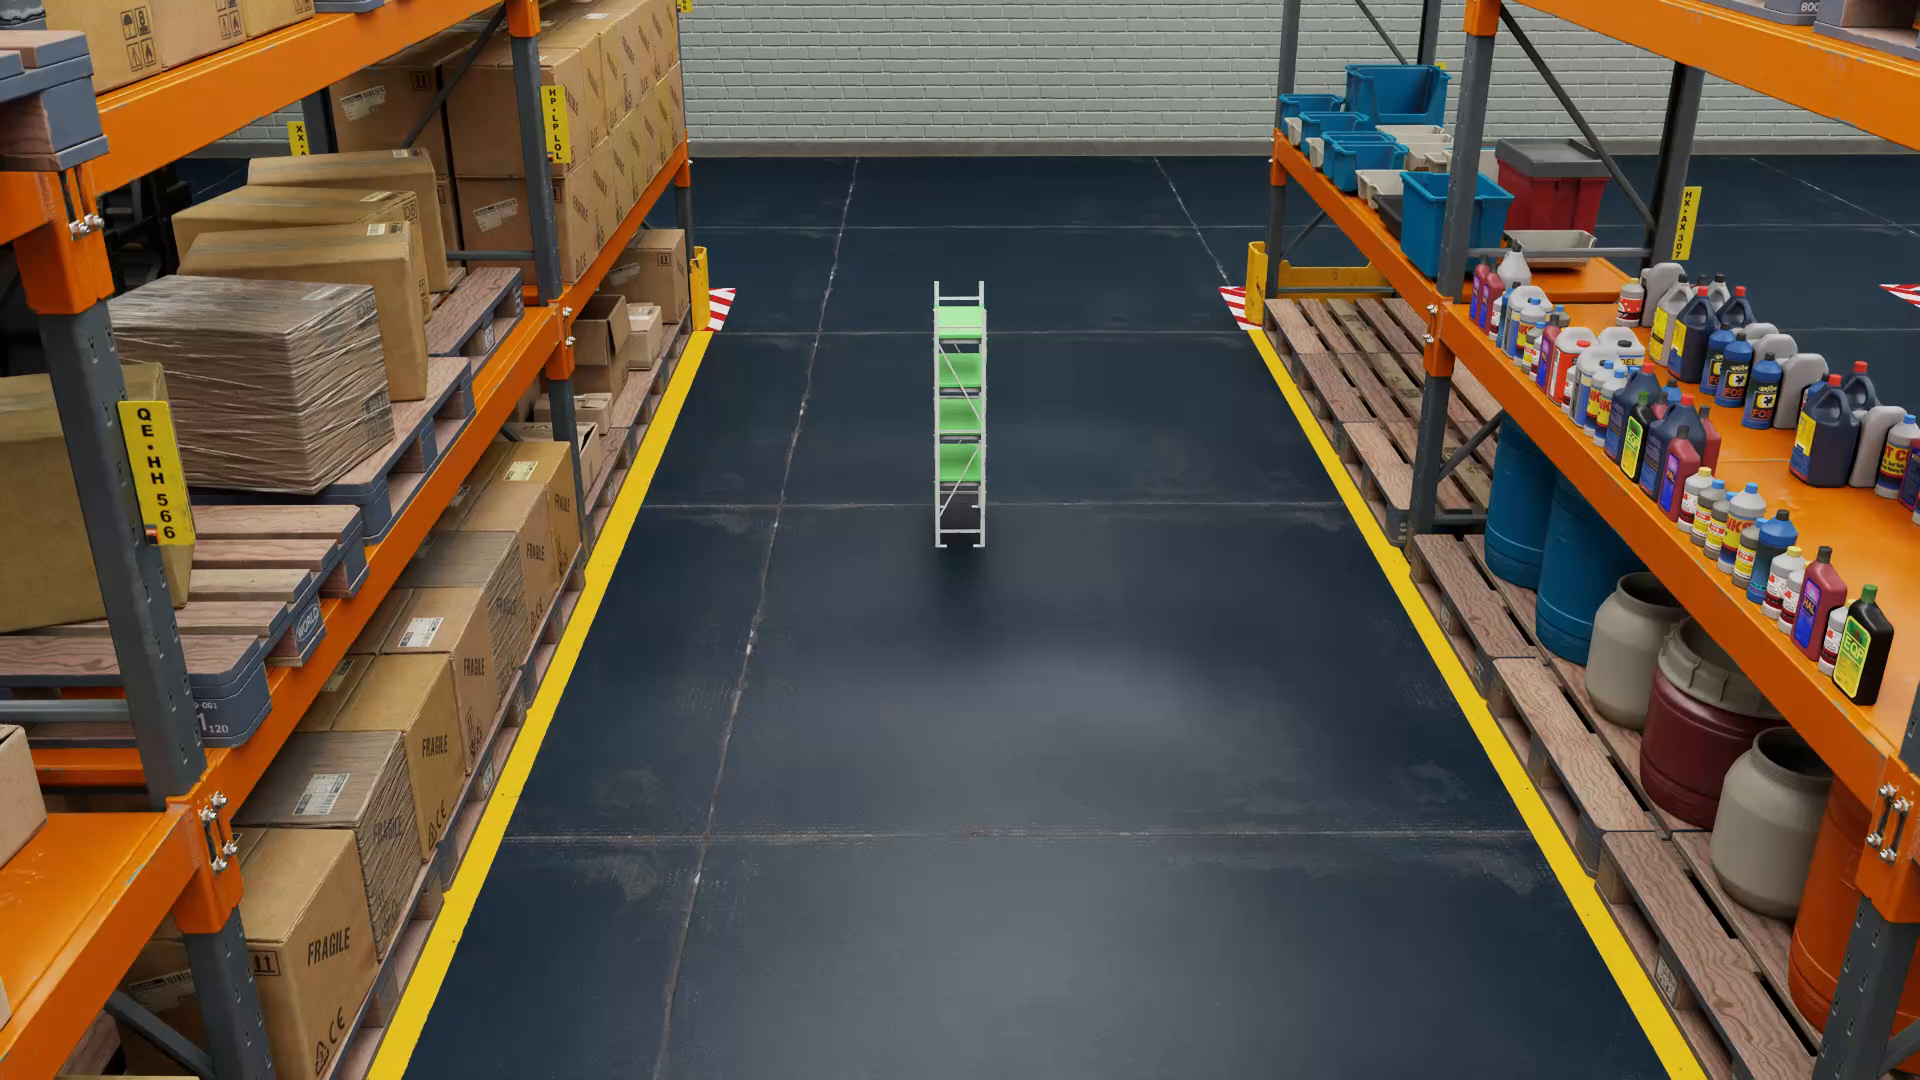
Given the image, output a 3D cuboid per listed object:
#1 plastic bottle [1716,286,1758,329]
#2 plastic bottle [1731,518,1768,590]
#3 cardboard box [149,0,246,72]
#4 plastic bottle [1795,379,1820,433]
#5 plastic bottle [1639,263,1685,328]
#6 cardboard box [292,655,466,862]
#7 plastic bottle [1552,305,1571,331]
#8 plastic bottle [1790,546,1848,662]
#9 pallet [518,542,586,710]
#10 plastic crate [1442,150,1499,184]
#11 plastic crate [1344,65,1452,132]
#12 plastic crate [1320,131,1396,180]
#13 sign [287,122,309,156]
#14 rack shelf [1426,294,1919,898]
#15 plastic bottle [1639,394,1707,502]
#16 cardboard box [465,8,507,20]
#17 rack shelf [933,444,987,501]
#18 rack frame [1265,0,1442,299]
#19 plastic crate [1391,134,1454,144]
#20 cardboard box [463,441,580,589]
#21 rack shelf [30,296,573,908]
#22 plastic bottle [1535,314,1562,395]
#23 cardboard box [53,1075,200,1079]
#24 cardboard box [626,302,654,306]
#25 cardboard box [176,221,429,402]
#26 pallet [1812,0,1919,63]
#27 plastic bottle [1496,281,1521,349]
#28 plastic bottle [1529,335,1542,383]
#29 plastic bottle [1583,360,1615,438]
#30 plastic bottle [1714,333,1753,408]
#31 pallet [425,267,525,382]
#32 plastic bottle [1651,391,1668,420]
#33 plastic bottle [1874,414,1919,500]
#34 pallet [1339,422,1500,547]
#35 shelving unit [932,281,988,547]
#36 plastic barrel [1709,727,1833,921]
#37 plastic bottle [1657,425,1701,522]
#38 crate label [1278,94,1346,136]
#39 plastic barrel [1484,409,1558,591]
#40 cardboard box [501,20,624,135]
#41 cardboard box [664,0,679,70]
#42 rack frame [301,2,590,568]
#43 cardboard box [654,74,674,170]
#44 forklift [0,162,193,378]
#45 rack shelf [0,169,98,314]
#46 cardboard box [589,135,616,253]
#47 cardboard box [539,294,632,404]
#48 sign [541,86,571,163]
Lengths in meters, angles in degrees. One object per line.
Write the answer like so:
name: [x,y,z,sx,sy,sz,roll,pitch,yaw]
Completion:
plastic bottle: [3.000,-0.800,6.438,0.144,0.351,0.185,0,24,-1]
plastic bottle: [2.284,0.035,4.773,0.097,0.201,0.097,0,24,0]
cardboard box: [-2.293,-1.409,3.964,0.910,0.500,0.500,0,24,-1]
plastic bottle: [3.030,-0.467,5.884,0.097,0.201,0.097,0,24,0]
plastic bottle: [2.988,-1.058,7.101,0.152,0.276,0.135,0,24,-1]
cardboard box: [-1.980,0.720,5.517,0.500,0.500,0.500,-1,24,-1]
plastic bottle: [2.413,-0.850,6.731,0.097,0.201,0.097,0,24,0]
plastic bottle: [2.271,0.166,4.385,0.061,0.283,0.133,0,24,-1]
pallet: [-2.246,0.351,7.219,1.003,0.211,1.213,0,24,-1]
plastic crate: [2.828,-1.879,8.836,0.437,0.282,0.530,0,24,-1]
plastic crate: [2.807,-2.830,10.752,0.616,0.435,0.499,0,24,-1]
plastic crate: [2.305,-2.229,9.669,0.416,0.233,0.300,0,24,-1]
sign: [-2.835,-1.644,7.194,0.100,0.325,0.005,0,24,-1]
rack shelf: [2.682,-0.124,5.757,1.077,0.370,4.000,0,24,-1]
plastic bottle: [2.301,-0.307,5.348,0.144,0.351,0.185,0,24,-1]
cardboard box: [-2.575,-2.590,9.001,0.500,0.500,0.500,0,24,-1]
rack shelf: [-0.002,-0.338,8.279,0.258,0.148,0.480,0,24,-1]
rack frame: [2.617,-2.924,11.075,1.000,3.000,0.127,0,24,-1]
plastic crate: [2.795,-2.377,10.112,0.396,0.136,0.243,0,24,-1]
cardboard box: [-2.001,-0.115,7.363,0.500,0.500,0.500,0,24,-1]
rack shelf: [-2.271,-0.103,5.711,1.077,0.370,4.000,0,24,-1]
plastic bottle: [2.248,-0.704,6.307,0.061,0.283,0.133,0,24,-1]
cardboard box: [-1.997,1.414,3.630,0.500,0.311,0.500,0,24,1]
cardboard box: [-2.170,-1.423,10.660,0.380,0.166,0.250,0,24,-1]
cardboard box: [-2.212,-0.764,5.669,0.700,0.500,0.500,-6,25,-14]
pallet: [2.794,-1.224,3.905,1.003,0.211,1.213,0,24,-1]
plastic bottle: [2.260,-0.922,6.804,0.097,0.271,0.097,0,24,0]
plastic bottle: [2.265,-0.714,6.430,0.097,0.201,0.097,0,24,0]
plastic bottle: [2.271,-0.500,5.871,0.097,0.271,0.097,0,24,0]
plastic bottle: [2.874,-0.634,6.168,0.097,0.271,0.097,0,24,0]
pallet: [-2.393,-0.838,6.695,1.003,0.211,1.213,0,24,-1]
plastic bottle: [2.318,-0.342,5.507,0.061,0.283,0.133,0,24,-1]
plastic bottle: [3.036,-0.272,5.369,0.097,0.271,0.097,0,24,0]
pallet: [2.614,-0.308,8.675,1.003,0.211,1.213,0,24,-1]
shelving unit: [-0.002,-0.615,8.154,0.258,1.200,0.503,0,24,-1]
plastic barrel: [2.586,0.881,5.172,0.421,0.512,0.421,0,24,0]
plastic bottle: [2.261,-0.210,5.216,0.061,0.283,0.133,0,24,-1]
crate label: [2.290,-2.772,10.869,0.416,0.233,0.303,0,24,-1]
plastic barrel: [2.649,-0.287,7.281,0.600,0.901,0.708,0,24,-1]
cardboard box: [-2.028,-2.376,8.529,0.500,0.500,0.500,-1,24,-2]
cardboard box: [-2.057,-3.222,10.400,0.500,0.500,0.500,0,24,-1]
rack frame: [-2.293,-1.255,7.385,1.000,3.000,0.127,0,24,-1]
cardboard box: [-2.050,-2.552,10.131,0.500,0.500,0.500,0,24,0]
forklift: [-4.778,-1.760,8.585,1.130,2.935,3.031,1,24,2]
rack shelf: [-2.227,0.178,1.449,1.077,0.370,4.000,0,24,-1]
cardboard box: [-2.035,-1.723,8.298,0.500,0.500,0.500,0,24,0]
cardboard box: [-2.318,-1.092,9.520,0.797,0.503,0.637,0,24,-1]
sign: [-1.738,-1.787,7.155,0.100,0.325,0.005,0,24,-1]
